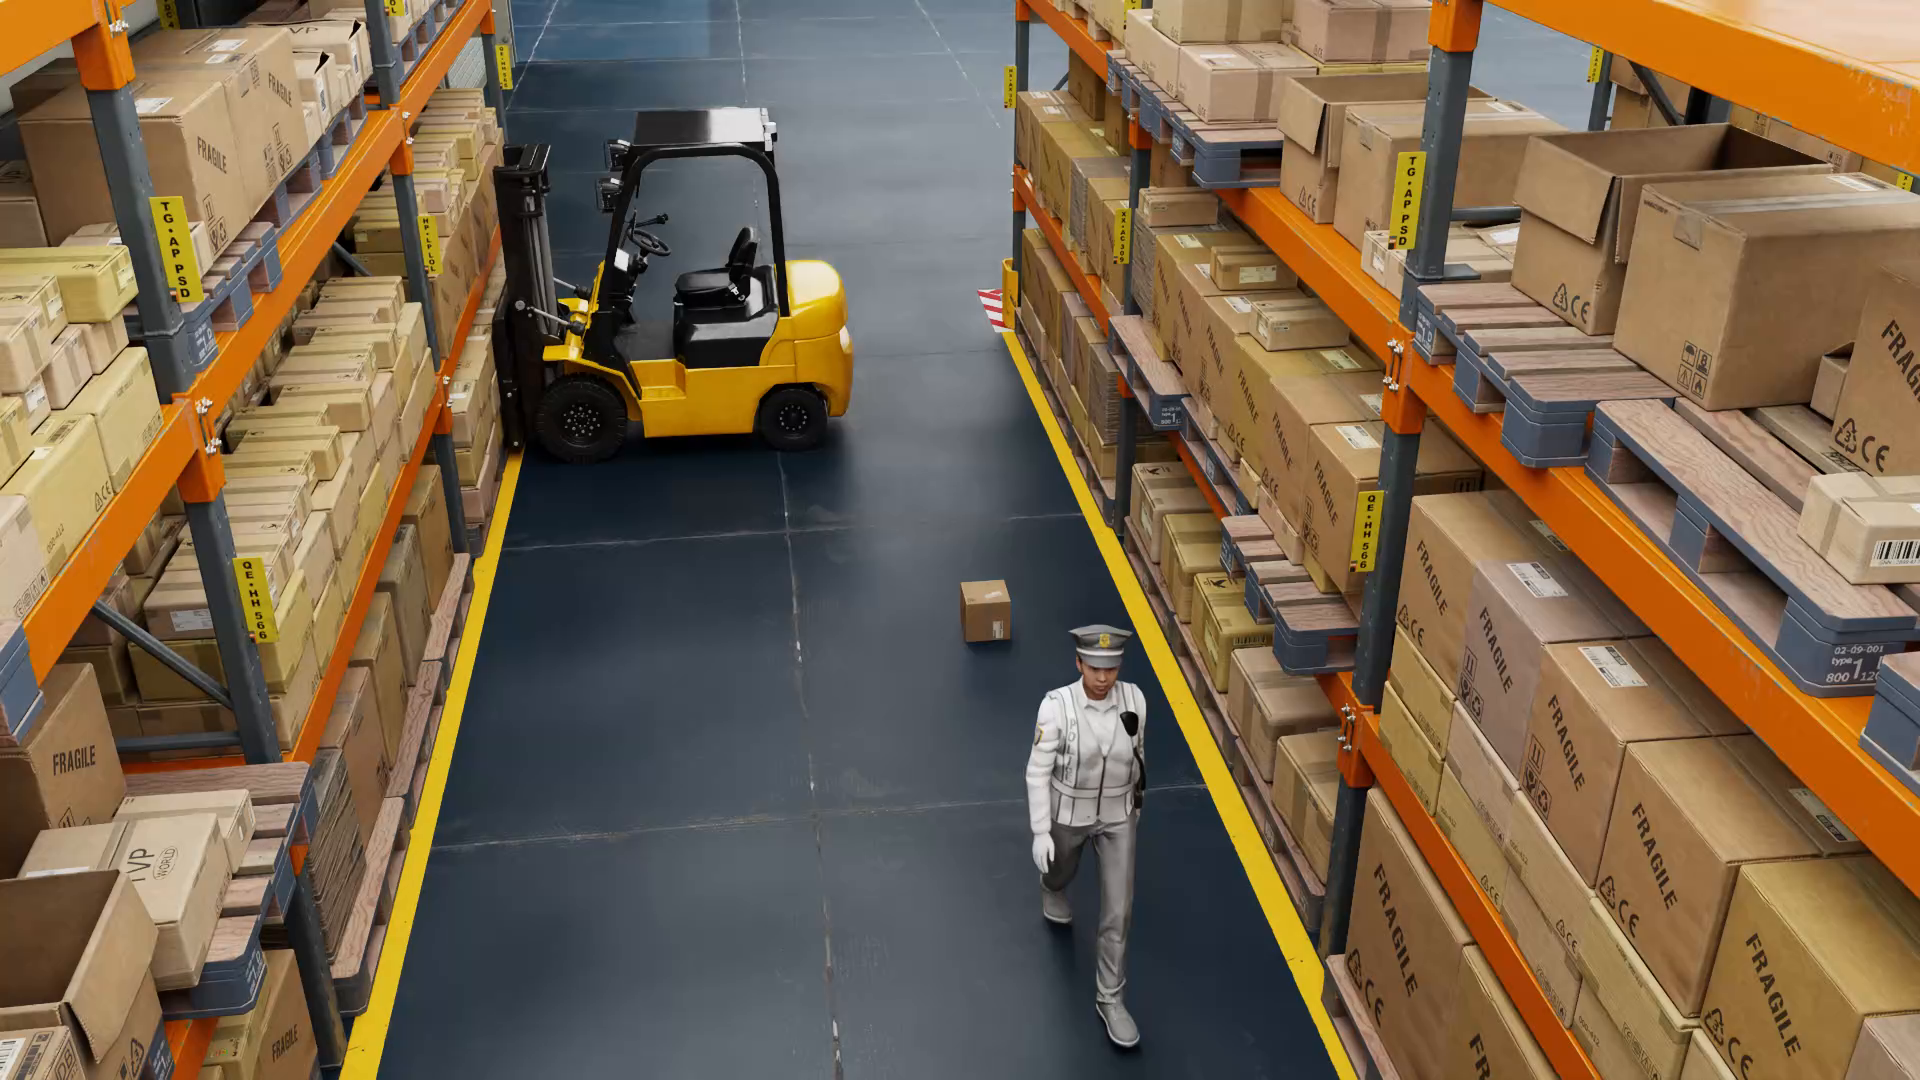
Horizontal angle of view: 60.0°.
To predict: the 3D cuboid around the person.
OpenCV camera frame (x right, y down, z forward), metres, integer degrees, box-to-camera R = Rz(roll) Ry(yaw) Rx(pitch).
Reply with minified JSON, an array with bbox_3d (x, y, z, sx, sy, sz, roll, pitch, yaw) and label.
[{"bbox_3d":[0.502,1.056,6.528,0.505,1.641,0.971,-4,28,-7],"label":"person"}]
